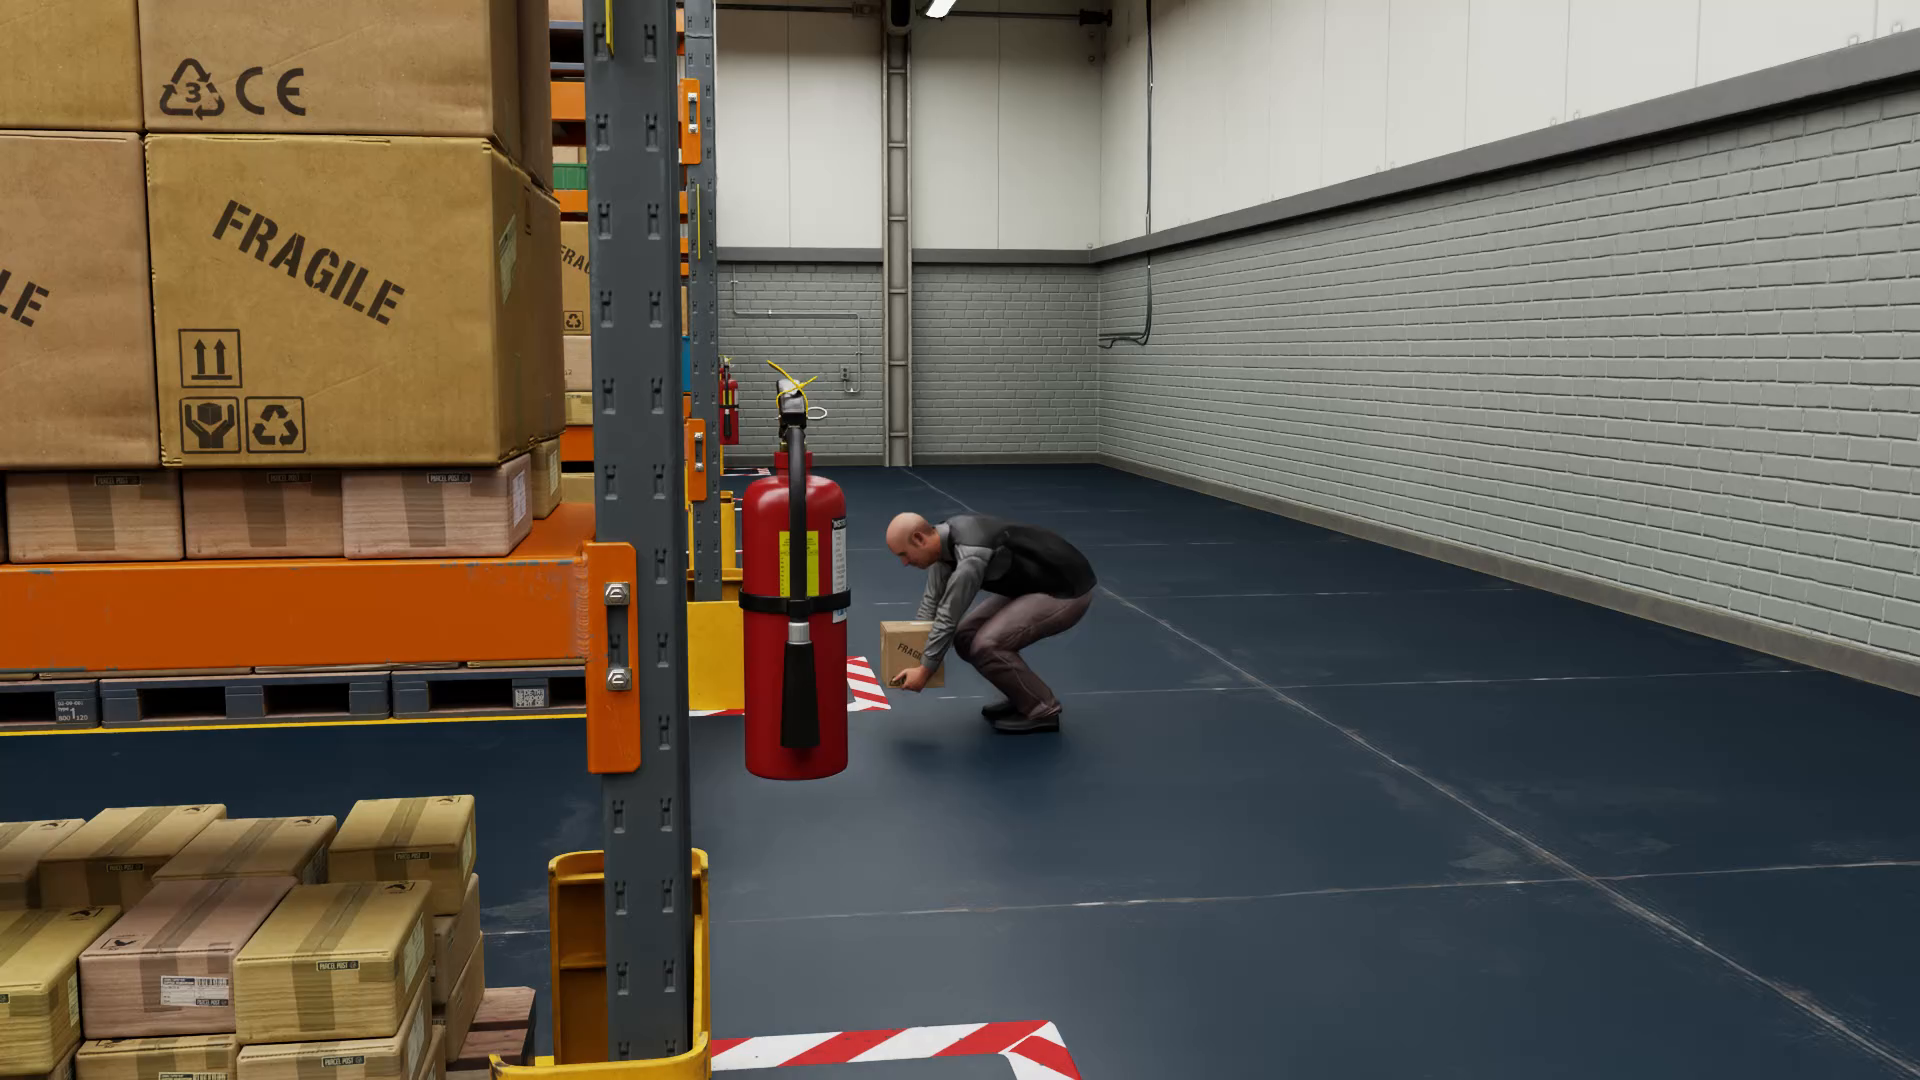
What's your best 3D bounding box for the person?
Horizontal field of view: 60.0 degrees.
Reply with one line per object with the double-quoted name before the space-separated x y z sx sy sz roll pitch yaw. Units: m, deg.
"person" 0.130 0.344 7.239 0.916 0.950 0.518 -1 7 -11
